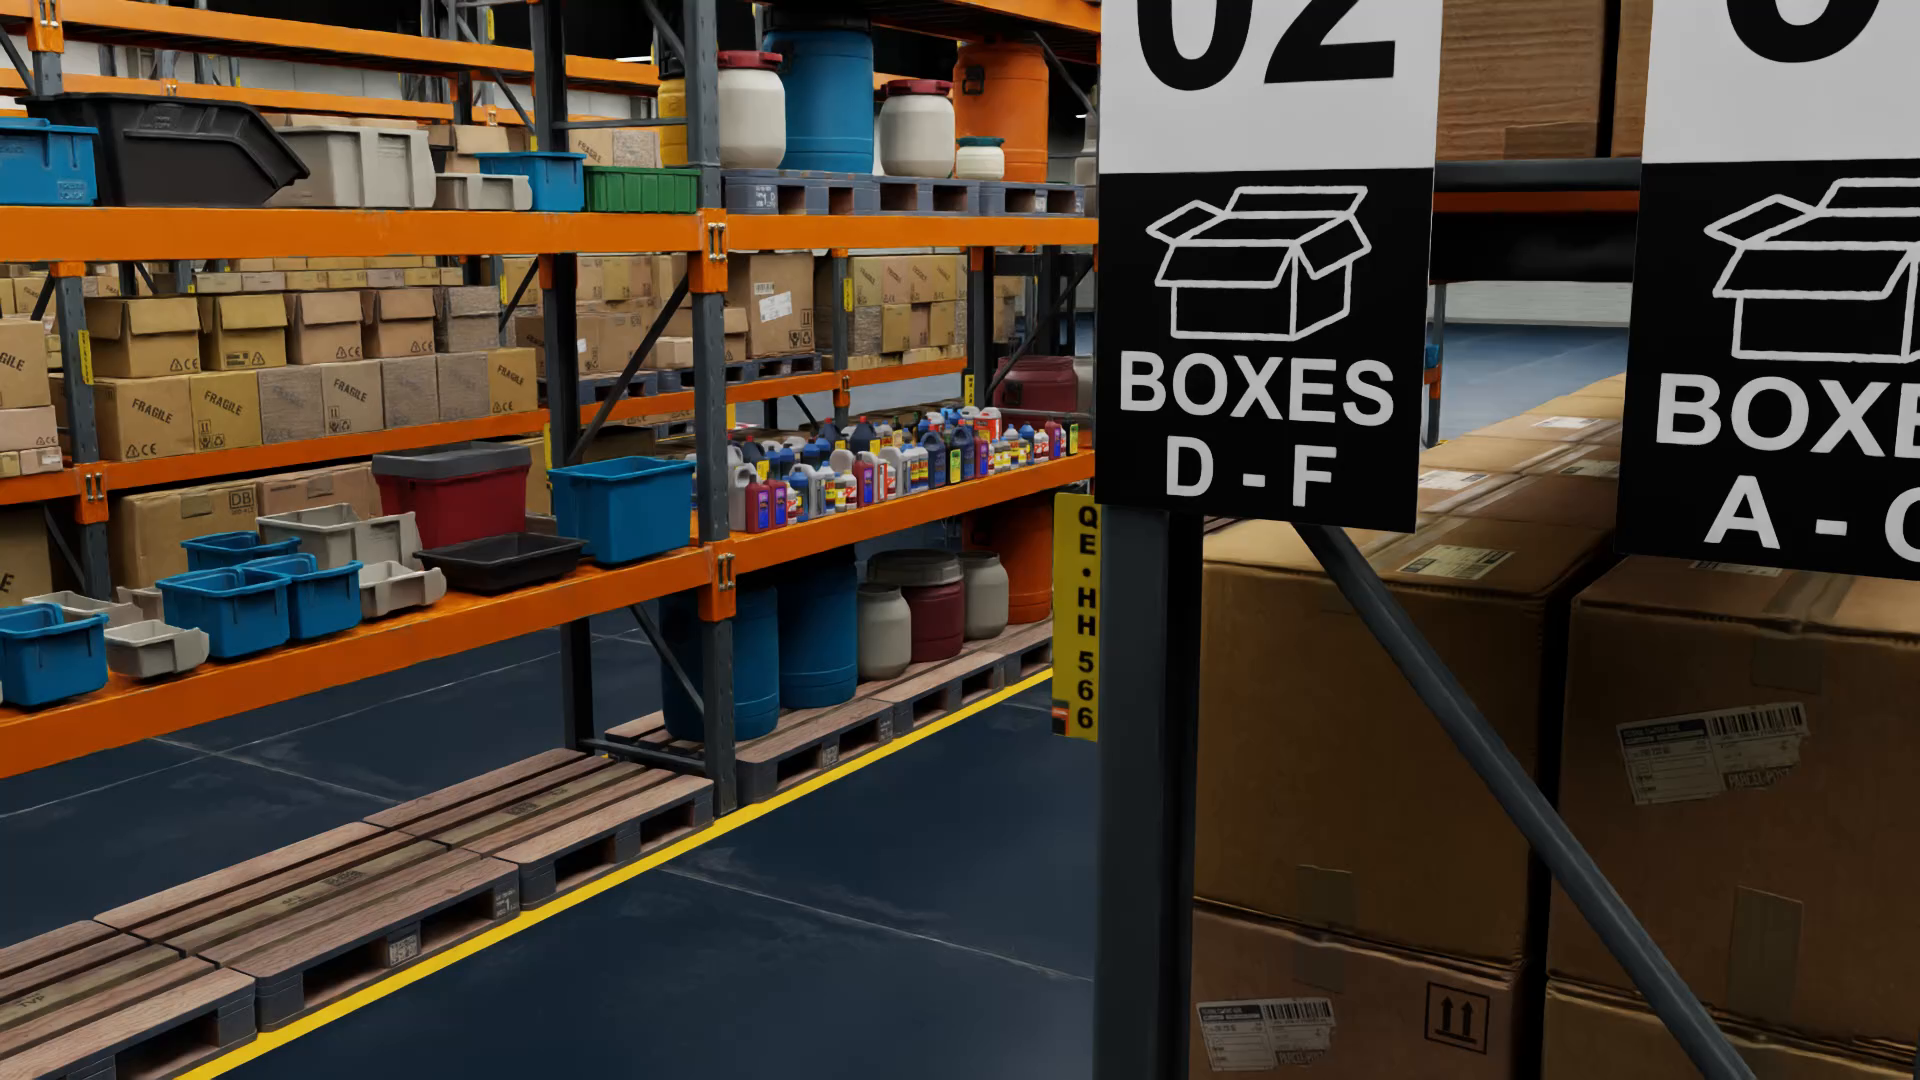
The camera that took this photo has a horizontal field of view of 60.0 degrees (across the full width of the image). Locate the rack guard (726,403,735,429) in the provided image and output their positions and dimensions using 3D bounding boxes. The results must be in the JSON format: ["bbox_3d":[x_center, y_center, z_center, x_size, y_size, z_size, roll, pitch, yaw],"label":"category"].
[{"bbox_3d":[-3.702,-1.845,23.363,1.175,0.500,0.348,6,12,31],"label":"rack guard"}]

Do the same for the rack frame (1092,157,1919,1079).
[{"bbox_3d":[0.630,0.884,1.998,1.000,3.000,0.127,6,12,31],"label":"rack frame"}]

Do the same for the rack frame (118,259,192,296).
[{"bbox_3d":[-7.868,-1.811,16.393,1.000,3.000,0.127,6,12,31],"label":"rack frame"}]

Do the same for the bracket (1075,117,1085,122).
[{"bbox_3d":[3.951,-13.817,54.437,0.235,0.232,0.430,6,12,31],"label":"bracket"}]

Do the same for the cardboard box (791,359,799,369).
[{"bbox_3d":[-1.744,-1.889,17.491,0.380,0.149,0.250,6,12,31],"label":"cardboard box"}]

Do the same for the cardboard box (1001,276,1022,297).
[{"bbox_3d":[0.398,-3.156,19.780,0.500,0.500,0.500,6,12,31],"label":"cardboard box"}]

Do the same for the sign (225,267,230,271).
[{"bbox_3d":[-9.598,-3.414,21.807,0.100,0.325,0.005,6,12,31],"label":"sign"}]

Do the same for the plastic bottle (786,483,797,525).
[{"bbox_3d":[-0.856,-0.179,8.216,0.097,0.201,0.097,0,11,0],"label":"plastic bottle"}]

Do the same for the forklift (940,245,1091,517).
[{"bbox_3d":[0.678,-1.845,16.756,1.130,2.935,3.031,3,11,17],"label":"forklift"}]

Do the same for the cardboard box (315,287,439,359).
[{"bbox_3d":[-4.415,-1.648,12.523,0.797,0.503,0.637,7,13,32],"label":"cardboard box"}]

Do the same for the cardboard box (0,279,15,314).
[{"bbox_3d":[-11.455,-2.801,19.460,0.500,0.500,0.500,7,13,34],"label":"cardboard box"}]

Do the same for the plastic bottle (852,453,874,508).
[{"bbox_3d":[-0.509,-0.319,8.736,0.061,0.283,0.133,6,12,31],"label":"plastic bottle"}]

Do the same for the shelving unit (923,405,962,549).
[{"bbox_3d":[-0.086,-0.564,14.619,0.258,1.200,0.503,6,12,31],"label":"shelving unit"}]

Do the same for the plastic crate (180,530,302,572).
[{"bbox_3d":[-2.754,0.115,6.394,0.416,0.233,0.300,6,12,31],"label":"plastic crate"}]

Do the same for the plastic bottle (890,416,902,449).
[{"bbox_3d":[-0.418,-0.628,10.389,0.061,0.283,0.133,6,12,31],"label":"plastic bottle"}]

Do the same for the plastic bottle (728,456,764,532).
[{"bbox_3d":[-1.044,-0.226,8.058,0.144,0.351,0.185,6,12,31],"label":"plastic bottle"}]

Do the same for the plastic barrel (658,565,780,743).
[{"bbox_3d":[-1.228,0.522,8.492,0.600,0.901,0.708,6,12,31],"label":"plastic barrel"}]

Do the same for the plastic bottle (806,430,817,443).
[{"bbox_3d":[-0.874,-0.490,9.652,0.061,0.283,0.133,6,12,31],"label":"plastic bottle"}]

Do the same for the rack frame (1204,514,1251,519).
[{"bbox_3d":[2.629,-1.477,14.609,1.000,3.000,0.127,6,12,31],"label":"rack frame"}]

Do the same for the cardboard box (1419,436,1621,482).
[{"bbox_3d":[1.153,0.085,3.273,0.500,0.500,0.500,7,13,32],"label":"cardboard box"}]

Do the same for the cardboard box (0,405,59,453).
[{"bbox_3d":[-5.763,-0.670,9.898,0.500,0.250,0.500,6,12,30],"label":"cardboard box"}]

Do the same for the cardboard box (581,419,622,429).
[{"bbox_3d":[-4.940,-1.837,21.162,0.875,0.875,0.875,6,12,31],"label":"cardboard box"}]

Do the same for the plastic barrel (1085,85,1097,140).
[{"bbox_3d":[1.164,-2.678,11.506,0.600,0.901,0.600,0,11,0],"label":"plastic barrel"}]

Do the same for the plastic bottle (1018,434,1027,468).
[{"bbox_3d":[0.360,-0.548,10.183,0.097,0.201,0.097,0,11,0],"label":"plastic bottle"}]

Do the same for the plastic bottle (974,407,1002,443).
[{"bbox_3d":[0.181,-0.736,10.984,0.152,0.276,0.135,6,12,31],"label":"plastic bottle"}]

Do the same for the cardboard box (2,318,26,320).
[{"bbox_3d":[-8.404,-1.863,14.592,0.380,0.149,0.250,7,13,33],"label":"cardboard box"}]

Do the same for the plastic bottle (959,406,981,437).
[{"bbox_3d":[0.051,-0.750,11.062,0.152,0.276,0.135,6,12,31],"label":"plastic bottle"}]

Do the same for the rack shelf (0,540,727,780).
[{"bbox_3d":[-2.563,0.449,6.275,1.077,0.370,4.000,6,12,31],"label":"rack shelf"}]

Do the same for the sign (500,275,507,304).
[{"bbox_3d":[-5.322,-2.920,19.385,0.100,0.325,0.005,6,12,31],"label":"sign"}]

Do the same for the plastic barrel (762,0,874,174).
[{"bbox_3d":[-0.769,-2.430,9.040,0.600,0.901,0.708,6,12,31],"label":"plastic barrel"}]

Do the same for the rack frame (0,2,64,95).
[{"bbox_3d":[-5.758,-3.641,9.864,1.000,3.000,0.127,6,12,31],"label":"rack frame"}]

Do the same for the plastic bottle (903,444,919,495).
[{"bbox_3d":[-0.274,-0.390,9.151,0.097,0.271,0.097,0,11,0],"label":"plastic bottle"}]

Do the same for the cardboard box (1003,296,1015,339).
[{"bbox_3d":[0.163,-2.691,20.013,0.875,0.500,0.500,6,12,31],"label":"cardboard box"}]

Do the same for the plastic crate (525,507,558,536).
[{"bbox_3d":[-1.889,-0.060,7.589,0.396,0.136,0.243,6,12,31],"label":"plastic crate"}]

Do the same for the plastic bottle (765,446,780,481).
[{"bbox_3d":[-1.029,-0.377,9.079,0.097,0.271,0.097,0,11,0],"label":"plastic bottle"}]

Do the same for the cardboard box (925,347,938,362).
[{"bbox_3d":[-0.468,-2.069,18.454,0.380,0.149,0.250,6,12,31],"label":"cardboard box"}]

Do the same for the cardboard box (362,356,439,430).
[{"bbox_3d":[-4.256,-1.110,12.373,0.500,0.500,0.500,6,12,29],"label":"cardboard box"}]

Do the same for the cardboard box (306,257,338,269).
[{"bbox_3d":[-9.093,-3.787,23.150,0.700,0.500,0.500,6,12,29],"label":"cardboard box"}]

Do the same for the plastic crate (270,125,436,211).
[{"bbox_3d":[-2.187,-1.325,5.968,0.437,0.282,0.530,6,12,31],"label":"plastic crate"}]

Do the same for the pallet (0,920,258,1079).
[{"bbox_3d":[-3.140,1.654,5.458,1.003,0.211,1.213,6,12,31],"label":"pallet"}]

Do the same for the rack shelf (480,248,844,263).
[{"bbox_3d":[-2.643,-2.757,15.247,1.077,0.370,4.000,6,12,31],"label":"rack shelf"}]

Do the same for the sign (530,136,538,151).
[{"bbox_3d":[-1.994,-1.751,7.894,0.100,0.325,0.005,6,12,31],"label":"sign"}]

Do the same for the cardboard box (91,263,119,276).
[{"bbox_3d":[-10.590,-3.369,20.728,0.380,0.149,0.250,6,12,28],"label":"cardboard box"}]

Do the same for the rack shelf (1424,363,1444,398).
[{"bbox_3d":[3.667,-1.438,16.356,1.077,0.370,4.000,6,12,31],"label":"rack shelf"}]

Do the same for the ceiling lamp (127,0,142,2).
[{"bbox_3d":[-12.368,-9.001,22.629,0.800,3.185,2.000,6,12,31],"label":"ceiling lamp"}]

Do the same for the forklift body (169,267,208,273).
[{"bbox_3d":[-11.667,-3.110,25.638,2.313,2.155,1.214,6,12,31],"label":"forklift body"}]

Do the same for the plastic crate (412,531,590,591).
[{"bbox_3d":[-1.876,0.088,6.831,0.437,0.125,0.590,6,12,31],"label":"plastic crate"}]

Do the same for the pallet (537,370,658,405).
[{"bbox_3d":[-3.402,-1.350,14.447,1.213,0.211,1.003,6,12,31],"label":"pallet"}]

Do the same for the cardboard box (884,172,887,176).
[{"bbox_3d":[-0.529,-4.288,19.029,0.500,0.500,0.500,6,12,30],"label":"cardboard box"}]

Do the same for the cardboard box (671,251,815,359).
[{"bbox_3d":[-2.137,-2.340,16.447,1.000,1.000,1.000,6,12,31],"label":"cardboard box"}]

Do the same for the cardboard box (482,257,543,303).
[{"bbox_3d":[-5.384,-3.197,20.453,0.875,0.550,0.550,6,12,31],"label":"cardboard box"}]

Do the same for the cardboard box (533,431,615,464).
[{"bbox_3d":[-3.359,-0.786,14.475,0.500,0.250,0.500,7,13,33],"label":"cardboard box"}]

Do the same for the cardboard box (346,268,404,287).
[{"bbox_3d":[-6.572,-2.742,18.374,0.700,0.500,0.500,6,12,31],"label":"cardboard box"}]

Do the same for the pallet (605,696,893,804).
[{"bbox_3d":[-1.089,1.034,8.772,1.003,0.211,1.213,6,12,31],"label":"pallet"}]

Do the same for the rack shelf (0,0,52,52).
[{"bbox_3d":[-6.796,-2.777,8.287,1.077,0.370,4.000,6,12,31],"label":"rack shelf"}]

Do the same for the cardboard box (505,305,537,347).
[{"bbox_3d":[-5.610,-2.573,20.055,0.875,0.550,0.550,6,12,31],"label":"cardboard box"}]

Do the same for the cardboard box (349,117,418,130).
[{"bbox_3d":[-4.309,-2.805,12.134,0.500,0.500,0.500,7,13,34],"label":"cardboard box"}]
